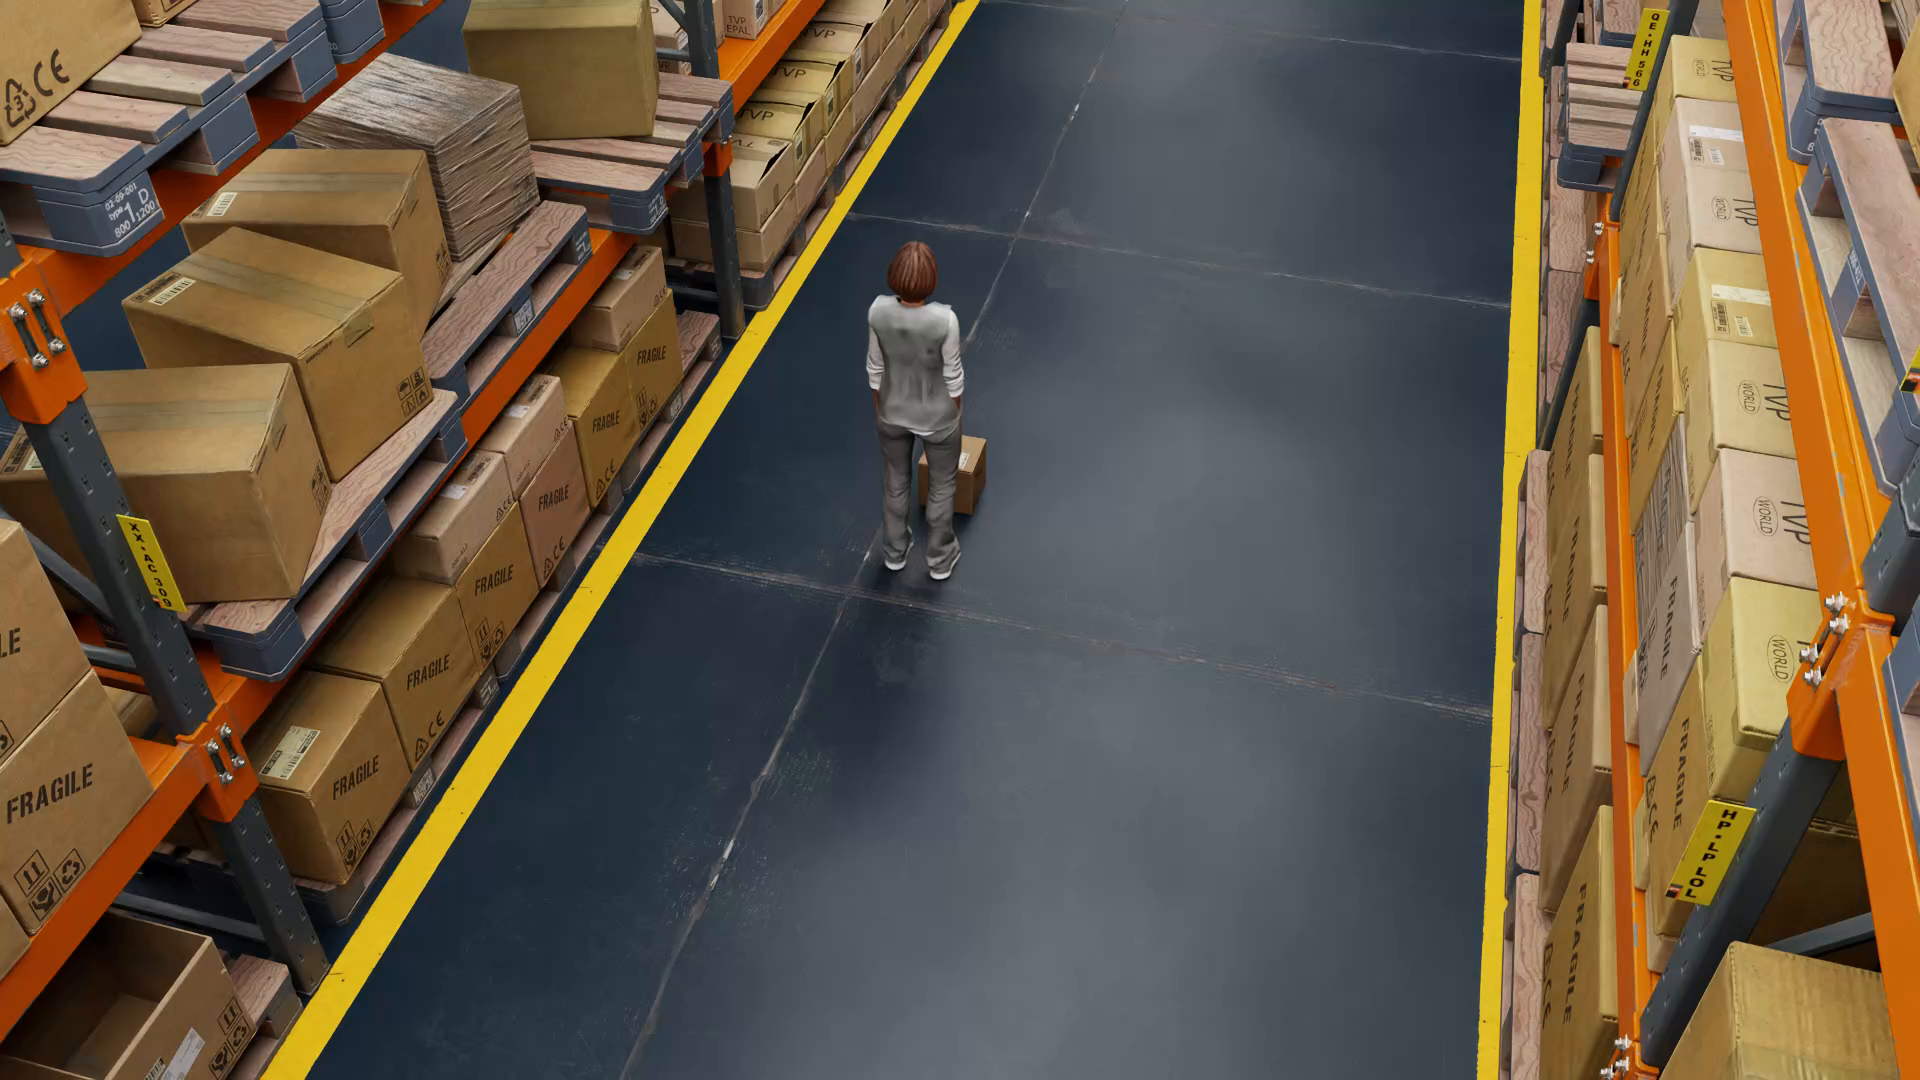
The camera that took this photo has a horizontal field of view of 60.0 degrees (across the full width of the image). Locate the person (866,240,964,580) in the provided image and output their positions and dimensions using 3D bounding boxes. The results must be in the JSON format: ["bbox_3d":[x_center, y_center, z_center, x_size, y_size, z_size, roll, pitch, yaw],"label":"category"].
[{"bbox_3d":[-0.176,-0.510,6.747,0.404,1.590,0.301,11,43,12],"label":"person"}]
